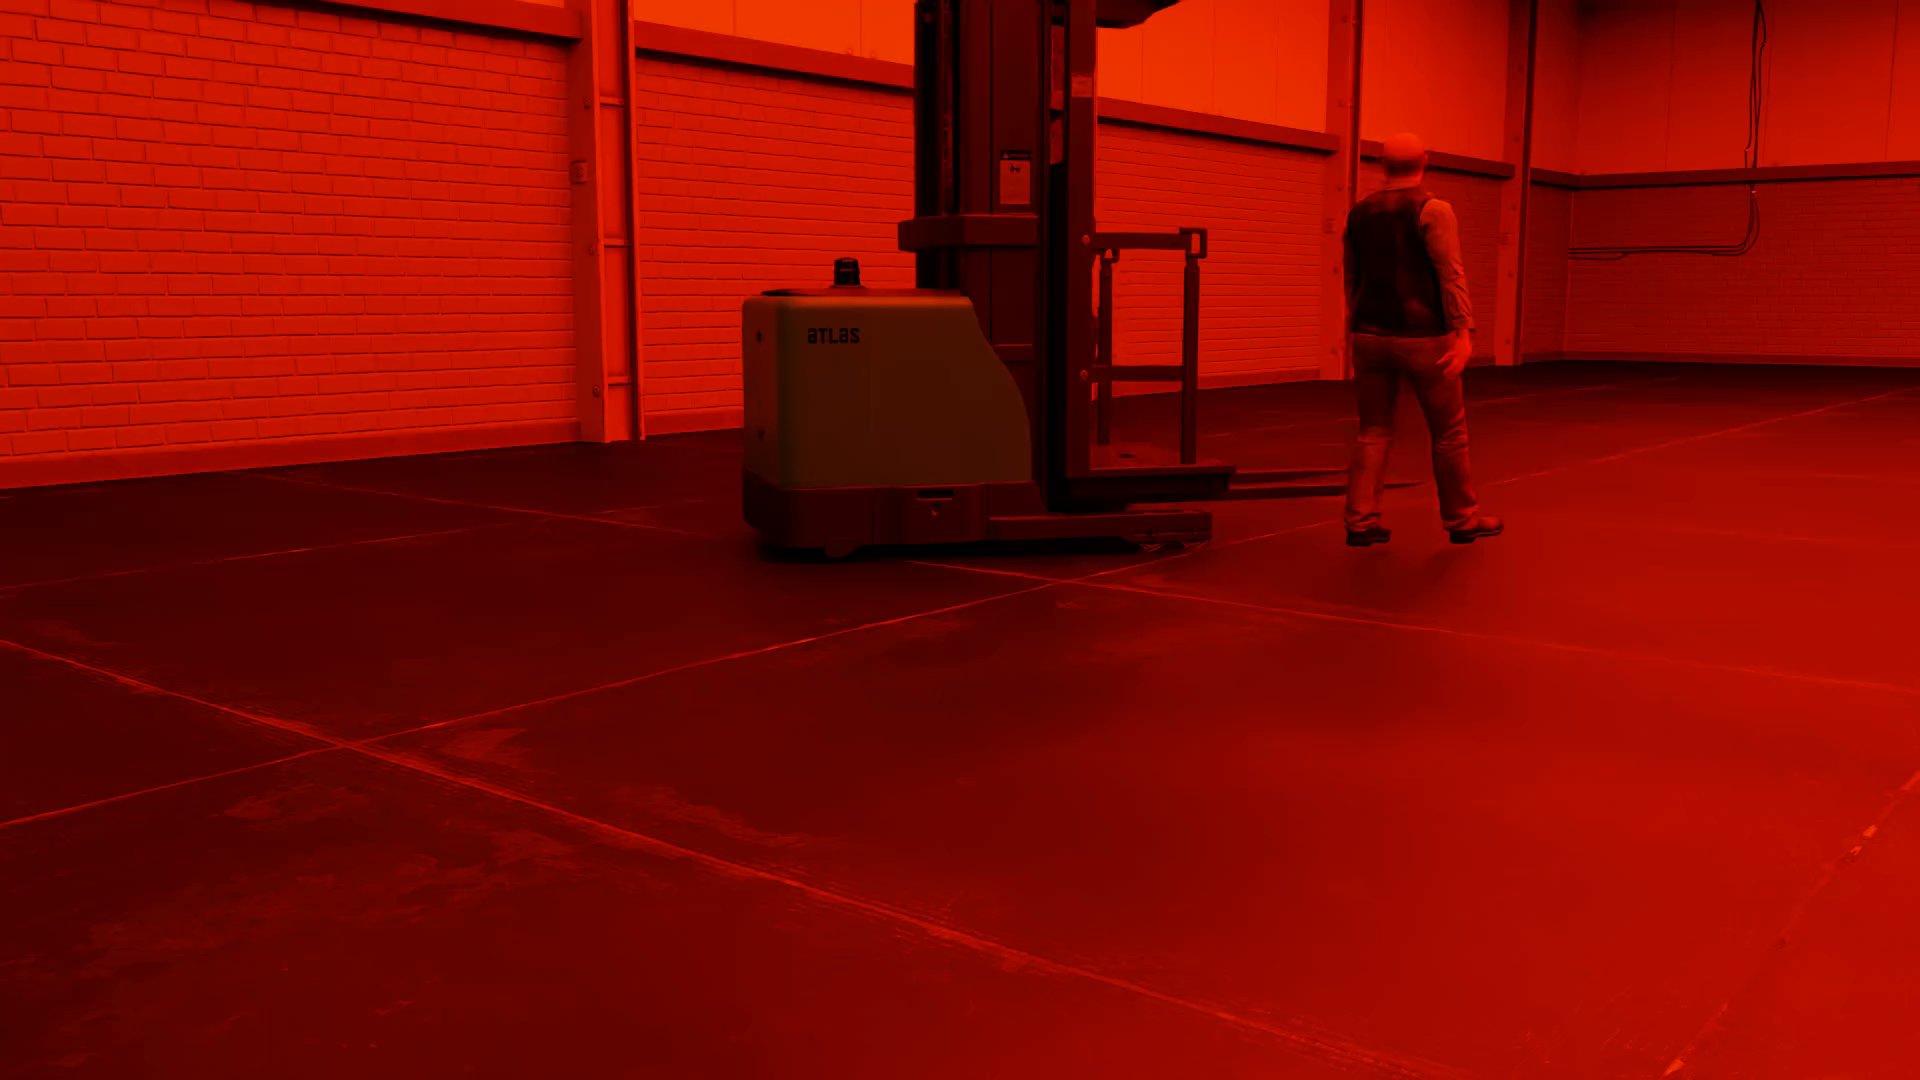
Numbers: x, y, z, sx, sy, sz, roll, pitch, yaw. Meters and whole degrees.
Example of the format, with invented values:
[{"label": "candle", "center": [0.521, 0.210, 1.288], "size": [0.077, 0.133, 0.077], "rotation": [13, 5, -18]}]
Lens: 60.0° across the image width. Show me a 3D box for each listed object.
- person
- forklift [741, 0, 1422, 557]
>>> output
[{"label": "person", "center": [1.935, -0.836, 6.996], "size": [0.725, 1.702, 0.671], "rotation": [-8, 11, -42]}, {"label": "forklift", "center": [0.585, -1.477, 7.373], "size": [3.031, 2.935, 1.130], "rotation": [-2, 9, -16]}]
